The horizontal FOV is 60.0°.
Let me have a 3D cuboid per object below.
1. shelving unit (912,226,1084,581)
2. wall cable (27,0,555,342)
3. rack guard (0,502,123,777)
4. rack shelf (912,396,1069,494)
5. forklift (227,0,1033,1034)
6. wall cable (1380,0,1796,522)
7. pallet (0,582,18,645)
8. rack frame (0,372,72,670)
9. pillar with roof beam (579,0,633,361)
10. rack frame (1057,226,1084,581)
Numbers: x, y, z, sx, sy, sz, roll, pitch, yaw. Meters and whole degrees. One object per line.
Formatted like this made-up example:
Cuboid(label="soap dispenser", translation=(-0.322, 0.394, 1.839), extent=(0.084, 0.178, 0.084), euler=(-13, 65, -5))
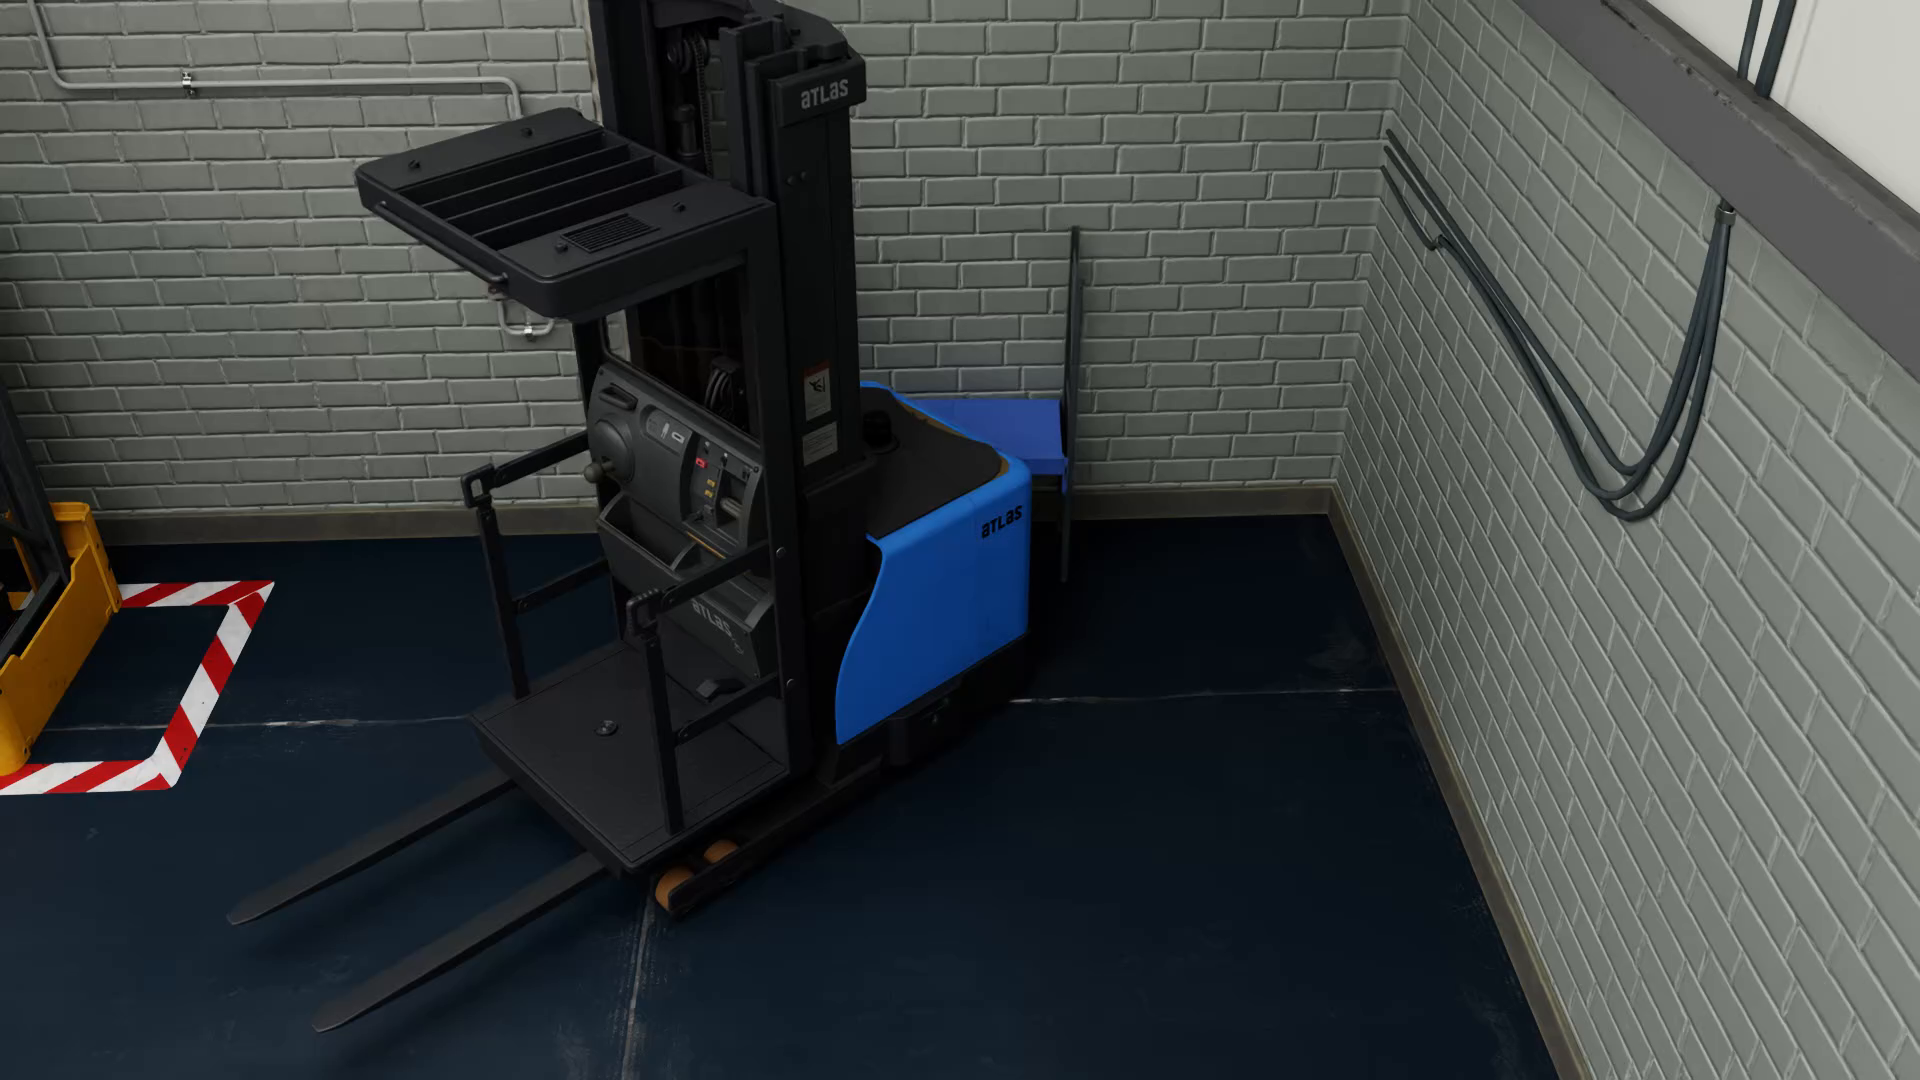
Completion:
Cuboid(label="shelving unit", translation=(-0.032, -0.579, 7.259), extent=(1.048, 1.500, 0.538), euler=(1, 35, 0))
Cuboid(label="wall cable", translation=(-2.634, -1.638, 6.589), extent=(1.851, 1.984, 0.084), euler=(-2, 35, -2))
Cuboid(label="rack guard", translation=(-3.844, 0.379, 6.763), extent=(0.348, 0.500, 1.175), euler=(-2, 35, -2))
Cuboid(label="rack shelf", translation=(-0.033, -0.432, 7.363), extent=(1.000, 0.185, 0.538), euler=(1, 35, 0))
Cuboid(label="forklift", translation=(-1.124, -0.226, 5.501), extent=(3.031, 2.935, 1.130), euler=(-29, 44, -35))
Cuboid(label="wall cable", translation=(1.798, -1.788, 5.154), extent=(0.112, 2.526, 3.097), euler=(-2, 35, -2))
Cuboid(label="pallet", translation=(-4.663, 0.564, 6.749), extent=(1.213, 0.211, 1.003), euler=(-2, 35, -2))
Cuboid(label="rack frame", translation=(-3.868, -0.648, 6.051), extent=(0.127, 3.000, 1.000), euler=(-2, 35, -2))
Cuboid(label="pillar with roof beam", translation=(-1.008, -1.232, 1.623), extent=(0.400, 9.000, 9.100), euler=(-2, 35, -2))
Cuboid(label="rack frame", translation=(0.477, -0.571, 7.255), extent=(0.032, 1.500, 0.500), euler=(1, 35, 0))
